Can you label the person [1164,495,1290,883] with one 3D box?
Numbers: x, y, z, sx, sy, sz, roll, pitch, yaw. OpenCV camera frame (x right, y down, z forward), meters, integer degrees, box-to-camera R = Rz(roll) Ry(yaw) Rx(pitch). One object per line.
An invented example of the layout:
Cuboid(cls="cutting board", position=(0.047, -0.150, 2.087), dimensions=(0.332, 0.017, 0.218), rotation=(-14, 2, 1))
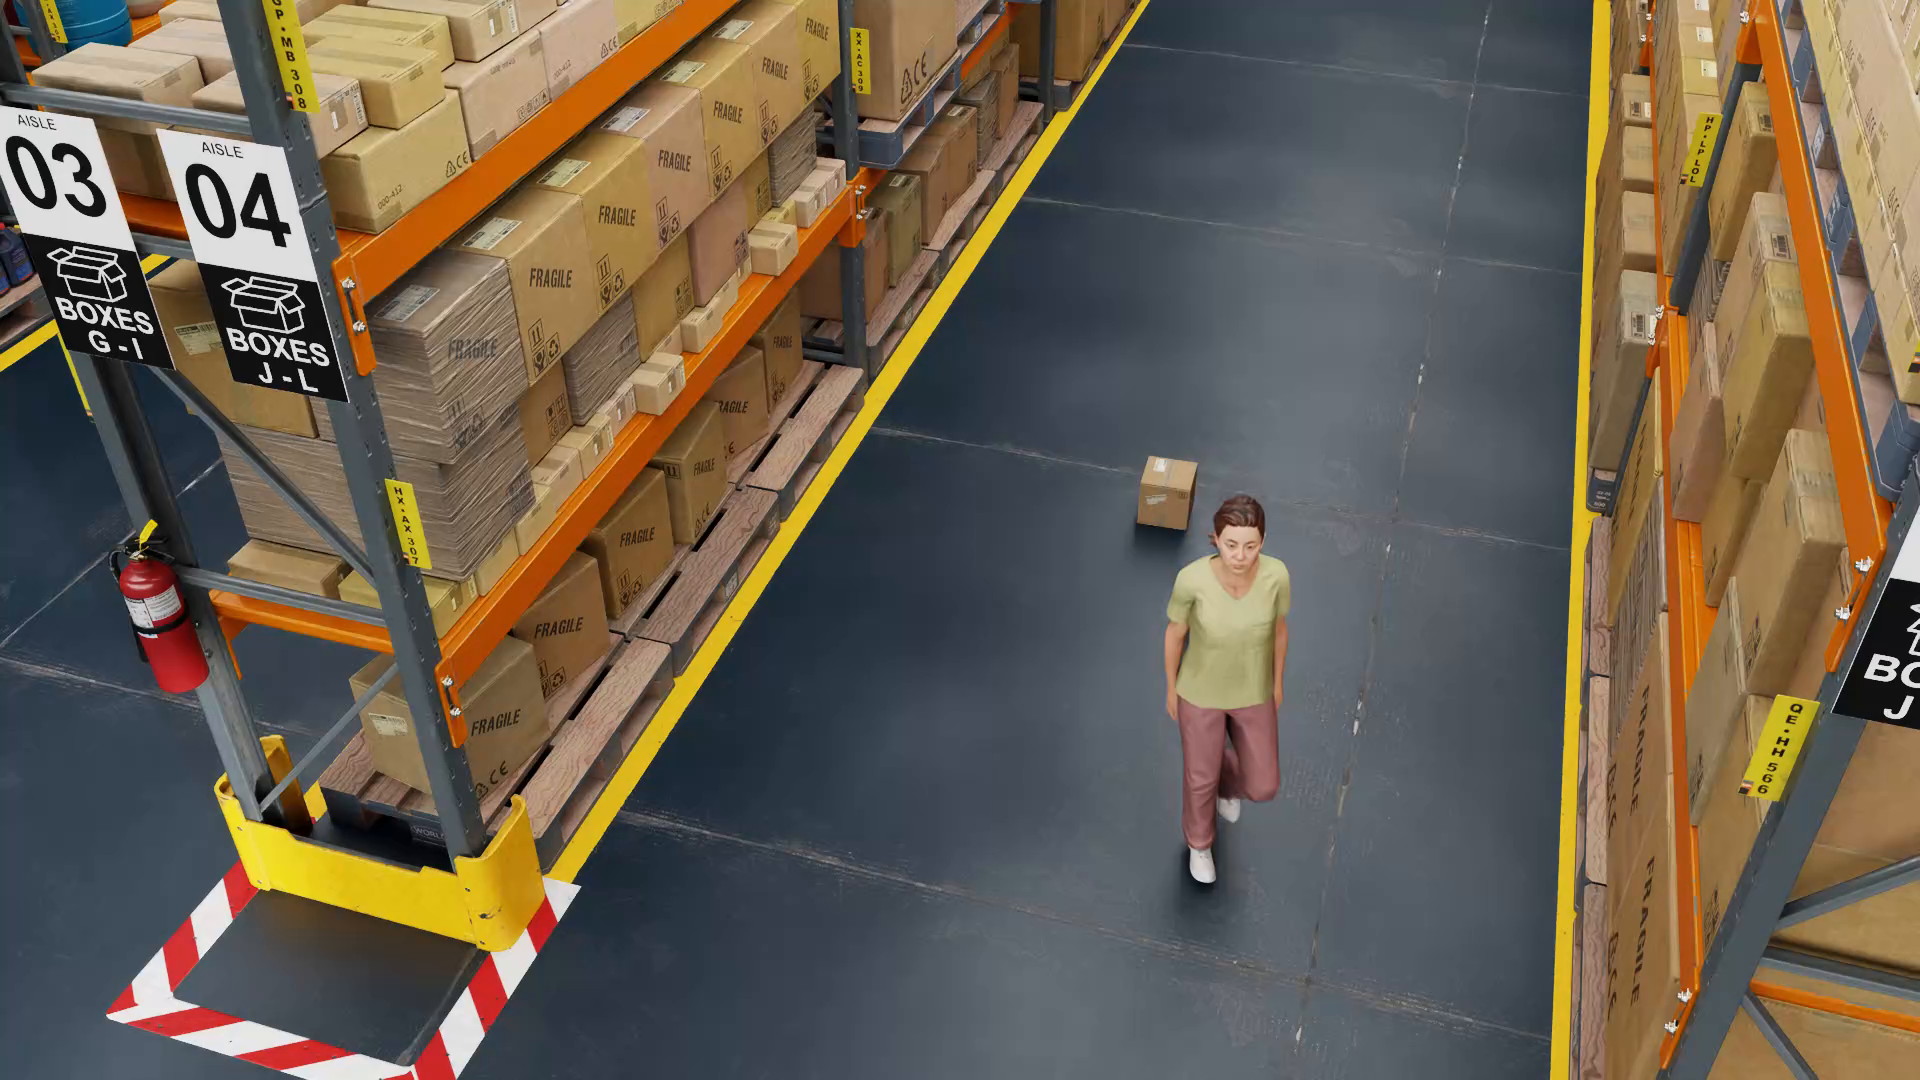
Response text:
Cuboid(cls="person", position=(0.970, 0.549, 6.127), dimensions=(0.465, 1.658, 0.496), rotation=(-1, 37, -2))
